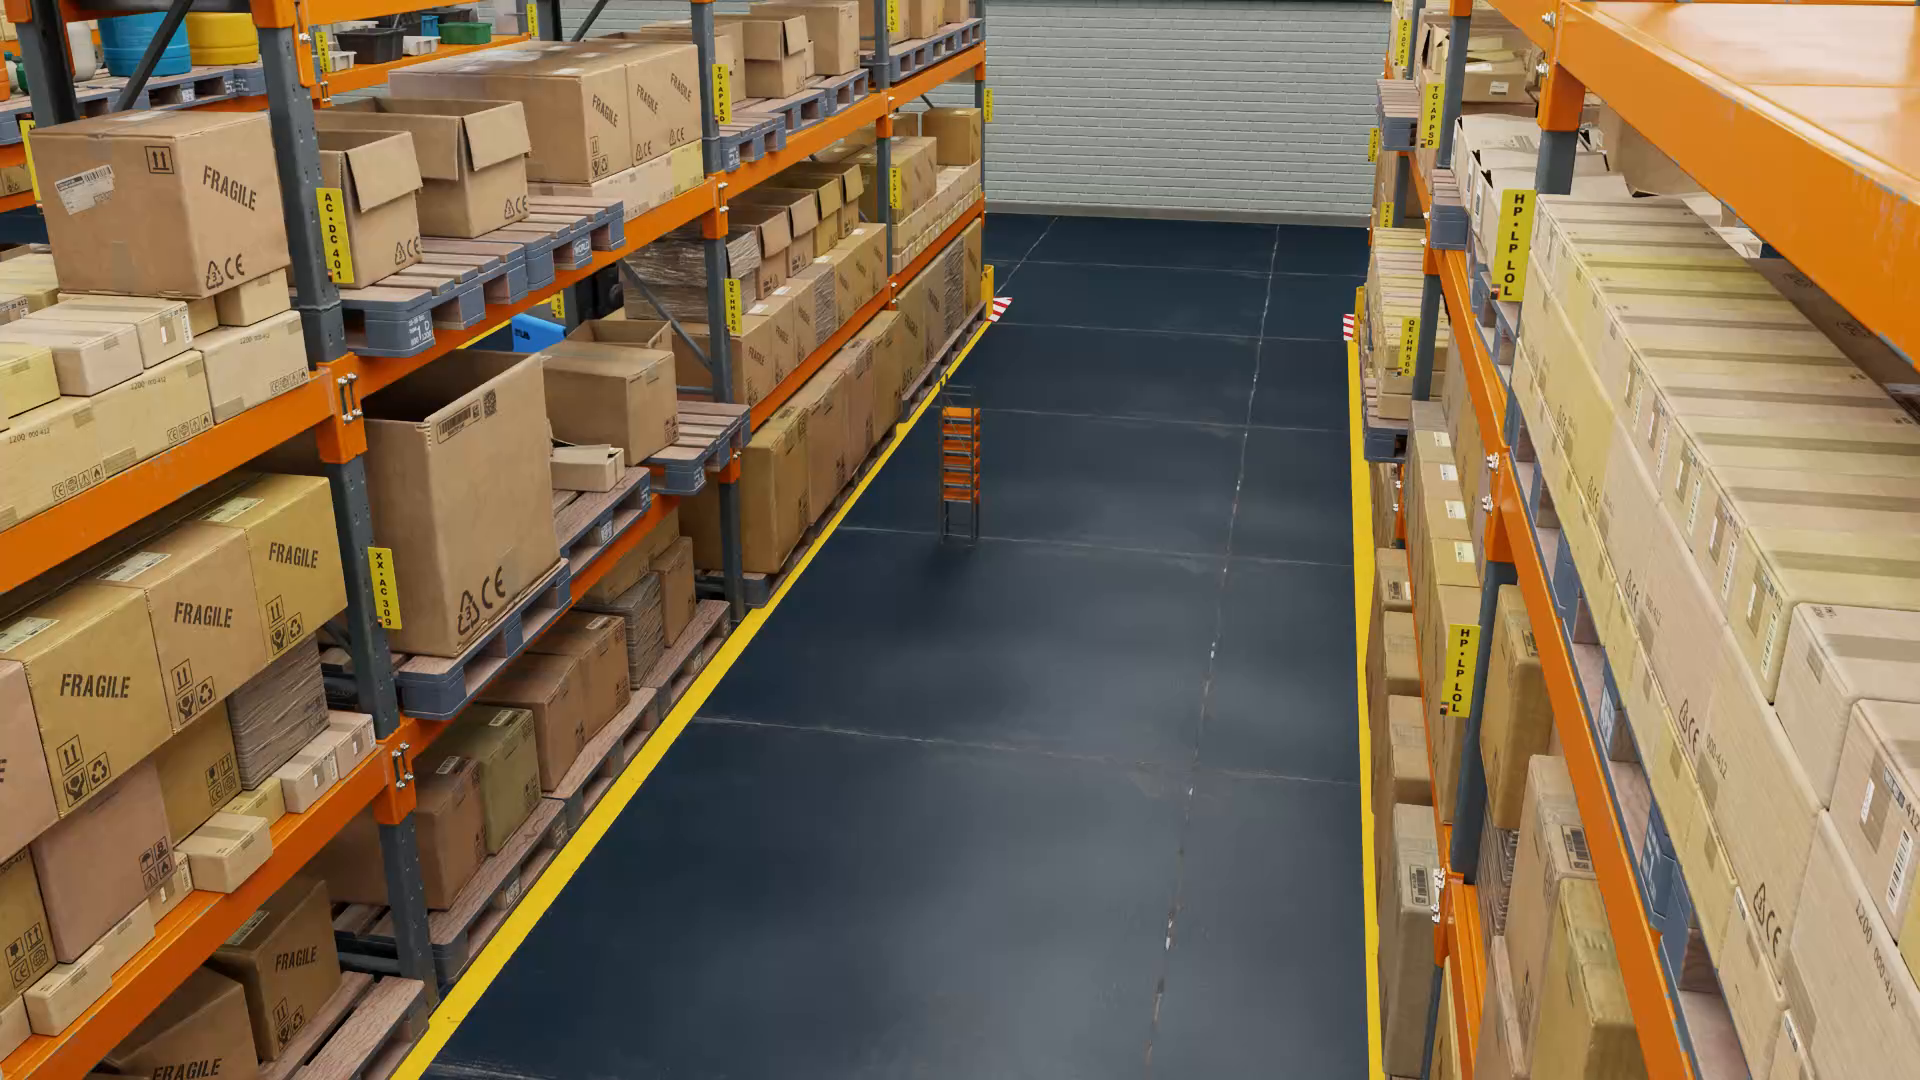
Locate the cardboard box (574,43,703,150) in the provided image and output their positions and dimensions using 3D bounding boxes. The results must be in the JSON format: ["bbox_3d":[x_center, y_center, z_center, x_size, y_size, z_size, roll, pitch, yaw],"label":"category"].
[{"bbox_3d":[-1.727,-2.394,8.966,0.500,0.500,0.500,5,22,12],"label":"cardboard box"}]

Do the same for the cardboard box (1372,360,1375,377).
[{"bbox_3d":[3.651,-1.453,13.903,0.380,0.149,0.250,4,22,10],"label":"cardboard box"}]

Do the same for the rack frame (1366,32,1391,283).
[{"bbox_3d":[4.593,-3.429,16.353,1.000,3.000,0.127,4,22,11],"label":"rack frame"}]

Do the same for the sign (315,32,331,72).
[{"bbox_3d":[-5.369,-4.112,14.021,0.100,0.325,0.005,4,22,11],"label":"sign"}]

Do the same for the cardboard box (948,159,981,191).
[{"bbox_3d":[-0.081,-3.715,16.865,0.500,0.250,0.500,4,22,10],"label":"cardboard box"}]

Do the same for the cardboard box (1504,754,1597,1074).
[{"bbox_3d":[1.792,0.918,3.912,0.875,0.550,0.550,4,22,11],"label":"cardboard box"}]

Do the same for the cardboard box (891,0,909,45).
[{"bbox_3d":[-0.843,-4.547,14.284,0.700,0.500,0.500,6,23,14],"label":"cardboard box"}]

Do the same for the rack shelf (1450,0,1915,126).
[{"bbox_3d":[2.552,-2.035,6.360,1.077,0.370,4.000,4,22,11],"label":"rack shelf"}]

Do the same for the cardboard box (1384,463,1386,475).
[{"bbox_3d":[3.055,-0.527,10.926,0.500,0.250,0.500,5,22,12],"label":"cardboard box"}]

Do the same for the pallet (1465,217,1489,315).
[{"bbox_3d":[2.656,-1.158,6.952,1.003,0.211,1.213,6,23,13],"label":"pallet"}]

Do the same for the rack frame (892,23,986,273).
[{"bbox_3d":[-0.242,-3.844,17.383,1.000,3.000,0.127,4,22,11],"label":"rack frame"}]

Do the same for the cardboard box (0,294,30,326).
[{"bbox_3d":[-3.123,-0.666,5.145,0.380,0.149,0.250,5,22,11],"label":"cardboard box"}]

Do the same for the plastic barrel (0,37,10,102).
[{"bbox_3d":[-6.605,-3.289,10.852,0.600,0.830,0.708,4,22,11],"label":"plastic barrel"}]

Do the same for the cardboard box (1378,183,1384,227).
[{"bbox_3d":[3.809,-2.721,14.062,0.500,0.500,0.500,4,22,11],"label":"cardboard box"}]

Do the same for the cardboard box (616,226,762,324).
[{"bbox_3d":[-1.710,-1.696,10.573,0.797,0.503,0.637,5,23,13],"label":"cardboard box"}]

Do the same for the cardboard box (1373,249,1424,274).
[{"bbox_3d":[3.087,-1.924,11.594,0.380,0.149,0.250,4,22,10],"label":"cardboard box"}]

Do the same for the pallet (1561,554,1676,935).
[{"bbox_3d":[1.716,0.353,3.066,1.003,0.211,1.213,4,22,11],"label":"pallet"}]

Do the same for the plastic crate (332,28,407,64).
[{"bbox_3d":[-5.385,-4.523,15.229,0.497,0.269,0.590,4,22,11],"label":"plastic crate"}]

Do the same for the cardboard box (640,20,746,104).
[{"bbox_3d":[-1.731,-3.102,10.829,0.500,0.500,0.500,6,23,14],"label":"cardboard box"}]

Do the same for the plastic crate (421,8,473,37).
[{"bbox_3d":[-5.442,-5.433,17.488,0.497,0.269,0.590,4,22,11],"label":"plastic crate"}]

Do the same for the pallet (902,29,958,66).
[{"bbox_3d":[-0.630,-4.475,15.053,1.003,0.211,1.213,4,22,11],"label":"pallet"}]

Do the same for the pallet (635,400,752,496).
[{"bbox_3d":[-1.916,-0.561,9.487,1.213,0.211,1.003,4,22,11],"label":"pallet"}]

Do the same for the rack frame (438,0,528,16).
[{"bbox_3d":[-5.091,-7.004,17.200,1.000,3.000,0.127,4,22,11],"label":"rack frame"}]

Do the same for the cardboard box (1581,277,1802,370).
[{"bbox_3d":[1.531,-0.446,3.504,0.380,0.149,0.250,5,22,11],"label":"cardboard box"}]

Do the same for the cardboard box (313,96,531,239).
[{"bbox_3d":[-2.307,-1.599,7.092,0.797,0.503,0.637,5,23,13],"label":"cardboard box"}]

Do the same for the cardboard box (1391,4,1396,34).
[{"bbox_3d":[4.143,-4.651,14.903,0.500,0.250,0.500,4,22,10],"label":"cardboard box"}]

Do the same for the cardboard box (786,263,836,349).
[{"bbox_3d":[-1.201,-1.681,11.878,0.500,0.500,0.500,5,22,11],"label":"cardboard box"}]

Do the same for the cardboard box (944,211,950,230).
[{"bbox_3d":[-0.305,-3.013,15.656,0.380,0.149,0.250,5,22,12],"label":"cardboard box"}]

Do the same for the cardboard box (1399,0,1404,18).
[{"bbox_3d":[3.843,-4.409,13.769,0.380,0.149,0.250,4,22,10],"label":"cardboard box"}]

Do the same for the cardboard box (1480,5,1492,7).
[{"bbox_3d":[4.255,-4.077,12.945,0.380,0.149,0.250,4,22,9],"label":"cardboard box"}]

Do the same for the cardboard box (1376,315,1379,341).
[{"bbox_3d":[2.824,-1.311,10.471,0.380,0.149,0.250,4,22,11],"label":"cardboard box"}]

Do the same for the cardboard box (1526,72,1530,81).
[{"bbox_3d":[3.529,-2.496,9.888,0.500,0.500,0.500,4,22,11],"label":"cardboard box"}]

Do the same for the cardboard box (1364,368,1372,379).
[{"bbox_3d":[3.734,-1.386,14.535,0.380,0.149,0.250,4,22,11],"label":"cardboard box"}]

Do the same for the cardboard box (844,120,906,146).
[{"bbox_3d":[-0.806,-3.733,15.905,0.500,0.500,0.500,4,22,9],"label":"cardboard box"}]

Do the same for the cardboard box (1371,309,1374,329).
[{"bbox_3d":[2.985,-1.457,11.231,0.380,0.149,0.250,4,22,10],"label":"cardboard box"}]

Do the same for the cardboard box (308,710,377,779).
[{"bbox_3d":[-2.447,0.762,6.282,0.380,0.149,0.250,4,22,11],"label":"cardboard box"}]

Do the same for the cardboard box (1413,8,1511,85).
[{"bbox_3d":[3.592,-3.469,11.740,0.700,0.500,0.500,4,22,11],"label":"cardboard box"}]

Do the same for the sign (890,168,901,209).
[{"bbox_3d":[-0.525,-2.844,13.456,0.100,0.325,0.005,4,22,11],"label":"sign"}]

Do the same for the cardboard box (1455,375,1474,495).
[{"bbox_3d":[2.655,-0.477,7.551,0.700,0.500,0.500,4,22,10],"label":"cardboard box"}]

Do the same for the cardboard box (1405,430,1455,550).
[{"bbox_3d":[2.503,-0.220,8.251,0.500,0.500,0.500,4,22,10],"label":"cardboard box"}]

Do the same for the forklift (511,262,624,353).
[{"bbox_3d":[-2.288,-1.996,12.886,3.031,2.935,1.130,19,29,40],"label":"forklift"}]

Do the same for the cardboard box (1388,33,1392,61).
[{"bbox_3d":[4.251,-4.606,15.461,0.500,0.250,0.500,5,23,13],"label":"cardboard box"}]

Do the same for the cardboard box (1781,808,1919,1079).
[{"bbox_3d":[1.154,0.521,1.636,0.500,0.250,0.500,5,22,12],"label":"cardboard box"}]

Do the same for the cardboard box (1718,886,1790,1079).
[{"bbox_3d":[1.168,0.573,2.041,0.380,0.149,0.250,5,22,12],"label":"cardboard box"}]

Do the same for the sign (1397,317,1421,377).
[{"bbox_3d":[2.427,-1.042,8.981,0.100,0.325,0.005,4,22,11],"label":"sign"}]

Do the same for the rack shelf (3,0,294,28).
[{"bbox_3d":[-3.099,-1.172,3.684,1.077,0.370,4.000,4,22,11],"label":"rack shelf"}]

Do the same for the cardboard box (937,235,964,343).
[{"bbox_3d":[-0.480,-2.480,16.279,0.875,0.875,0.875,4,22,11],"label":"cardboard box"}]

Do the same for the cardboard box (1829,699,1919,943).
[{"bbox_3d":[1.117,0.296,1.660,0.380,0.149,0.250,5,22,11],"label":"cardboard box"}]

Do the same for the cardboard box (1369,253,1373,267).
[{"bbox_3d":[3.246,-2.073,12.363,0.380,0.149,0.250,5,22,12],"label":"cardboard box"}]

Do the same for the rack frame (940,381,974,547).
[{"bbox_3d":[-0.022,-0.518,11.533,0.240,1.200,0.006,4,22,11],"label":"rack frame"}]

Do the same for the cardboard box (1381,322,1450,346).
[{"bbox_3d":[2.665,-1.163,9.705,0.380,0.149,0.250,4,22,10],"label":"cardboard box"}]

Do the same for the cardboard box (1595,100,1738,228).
[{"bbox_3d":[2.880,-1.525,6.780,0.500,0.500,0.500,4,22,11],"label":"cardboard box"}]

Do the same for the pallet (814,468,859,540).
[{"bbox_3d":[-1.389,-0.352,12.446,1.003,0.211,1.213,4,22,11],"label":"pallet"}]

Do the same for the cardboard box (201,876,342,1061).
[{"bbox_3d":[-2.812,1.652,6.519,0.500,0.500,0.500,4,22,9],"label":"cardboard box"}]

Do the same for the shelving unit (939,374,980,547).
[{"bbox_3d":[-0.003,-0.551,11.616,0.258,1.200,0.189,4,22,11],"label":"shelving unit"}]

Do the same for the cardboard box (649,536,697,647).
[{"bbox_3d":[-1.992,0.284,9.891,0.700,0.500,0.500,3,22,8],"label":"cardboard box"}]

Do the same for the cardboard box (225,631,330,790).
[{"bbox_3d":[-2.843,0.520,6.015,0.875,0.500,0.500,4,22,11],"label":"cardboard box"}]

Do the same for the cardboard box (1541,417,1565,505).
[{"bbox_3d":[1.582,-0.172,3.890,0.380,0.149,0.250,4,22,10],"label":"cardboard box"}]

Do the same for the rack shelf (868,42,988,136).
[{"bbox_3d":[-0.650,-4.170,15.141,1.077,0.370,4.000,4,22,11],"label":"rack shelf"}]
